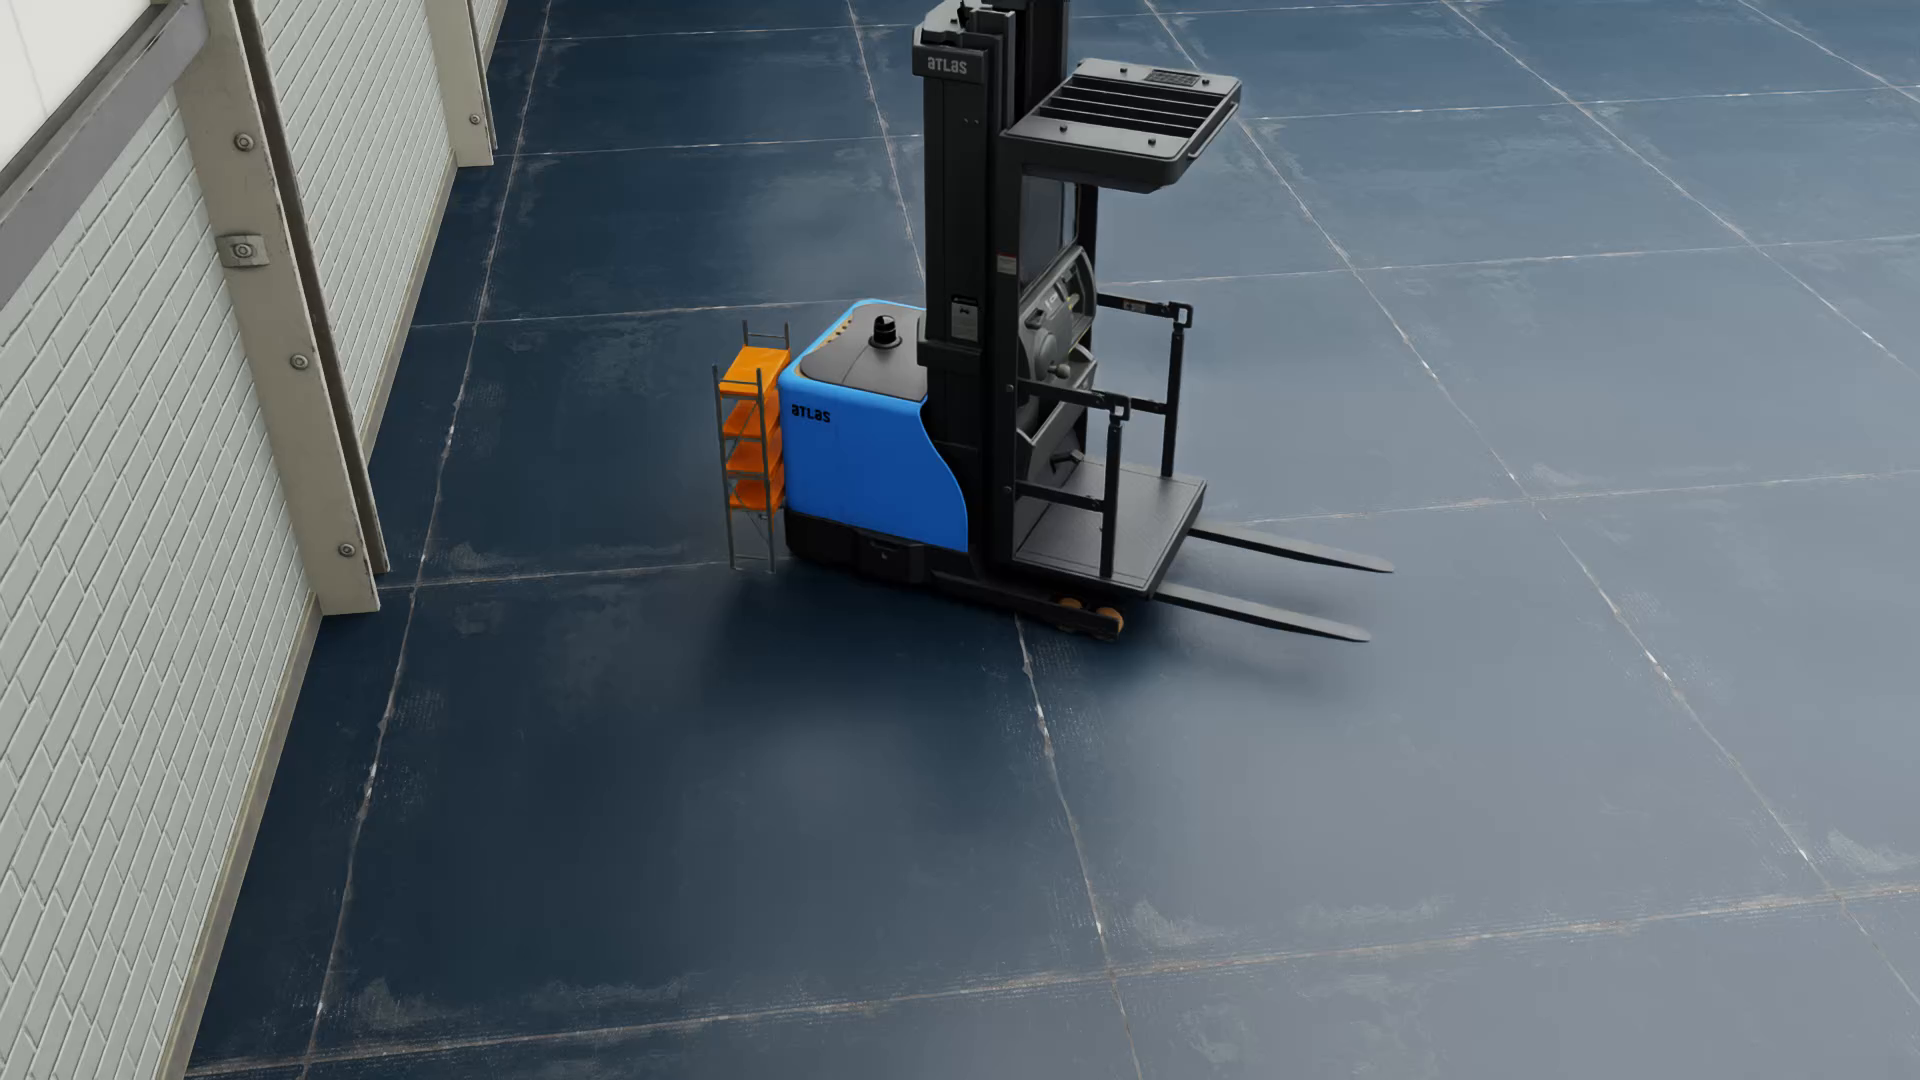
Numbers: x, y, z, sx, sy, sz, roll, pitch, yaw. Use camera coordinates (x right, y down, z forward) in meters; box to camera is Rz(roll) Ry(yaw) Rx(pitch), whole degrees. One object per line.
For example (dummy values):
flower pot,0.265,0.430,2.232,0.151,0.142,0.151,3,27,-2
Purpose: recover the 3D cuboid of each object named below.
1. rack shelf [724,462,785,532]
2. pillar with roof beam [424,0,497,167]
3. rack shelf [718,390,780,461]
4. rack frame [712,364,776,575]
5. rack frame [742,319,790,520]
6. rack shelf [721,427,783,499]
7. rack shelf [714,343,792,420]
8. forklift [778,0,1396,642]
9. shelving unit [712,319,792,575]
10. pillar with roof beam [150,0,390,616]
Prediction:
rack shelf,-1.026,-0.249,8.650,0.258,0.148,0.480,6,35,9
pillar with roof beam,0.359,-7.135,11.357,9.100,9.000,0.400,-4,35,-6
rack shelf,-1.025,-0.598,8.412,0.258,0.148,0.480,6,35,9
rack frame,-1.072,-0.334,8.302,0.240,1.200,0.015,6,35,9
rack frame,-0.979,-0.604,8.698,0.240,1.200,0.015,6,35,9
rack shelf,-1.026,-0.413,8.538,0.258,0.148,0.480,6,35,9
rack shelf,-1.024,-0.793,8.278,0.258,0.148,0.480,6,35,9
forklift,0.651,-1.056,7.826,3.031,2.935,1.130,13,36,19
shelving unit,-1.026,-0.469,8.500,0.258,1.200,0.503,6,35,9
pillar with roof beam,1.165,-3.787,6.444,9.100,9.000,0.400,-4,35,-6
